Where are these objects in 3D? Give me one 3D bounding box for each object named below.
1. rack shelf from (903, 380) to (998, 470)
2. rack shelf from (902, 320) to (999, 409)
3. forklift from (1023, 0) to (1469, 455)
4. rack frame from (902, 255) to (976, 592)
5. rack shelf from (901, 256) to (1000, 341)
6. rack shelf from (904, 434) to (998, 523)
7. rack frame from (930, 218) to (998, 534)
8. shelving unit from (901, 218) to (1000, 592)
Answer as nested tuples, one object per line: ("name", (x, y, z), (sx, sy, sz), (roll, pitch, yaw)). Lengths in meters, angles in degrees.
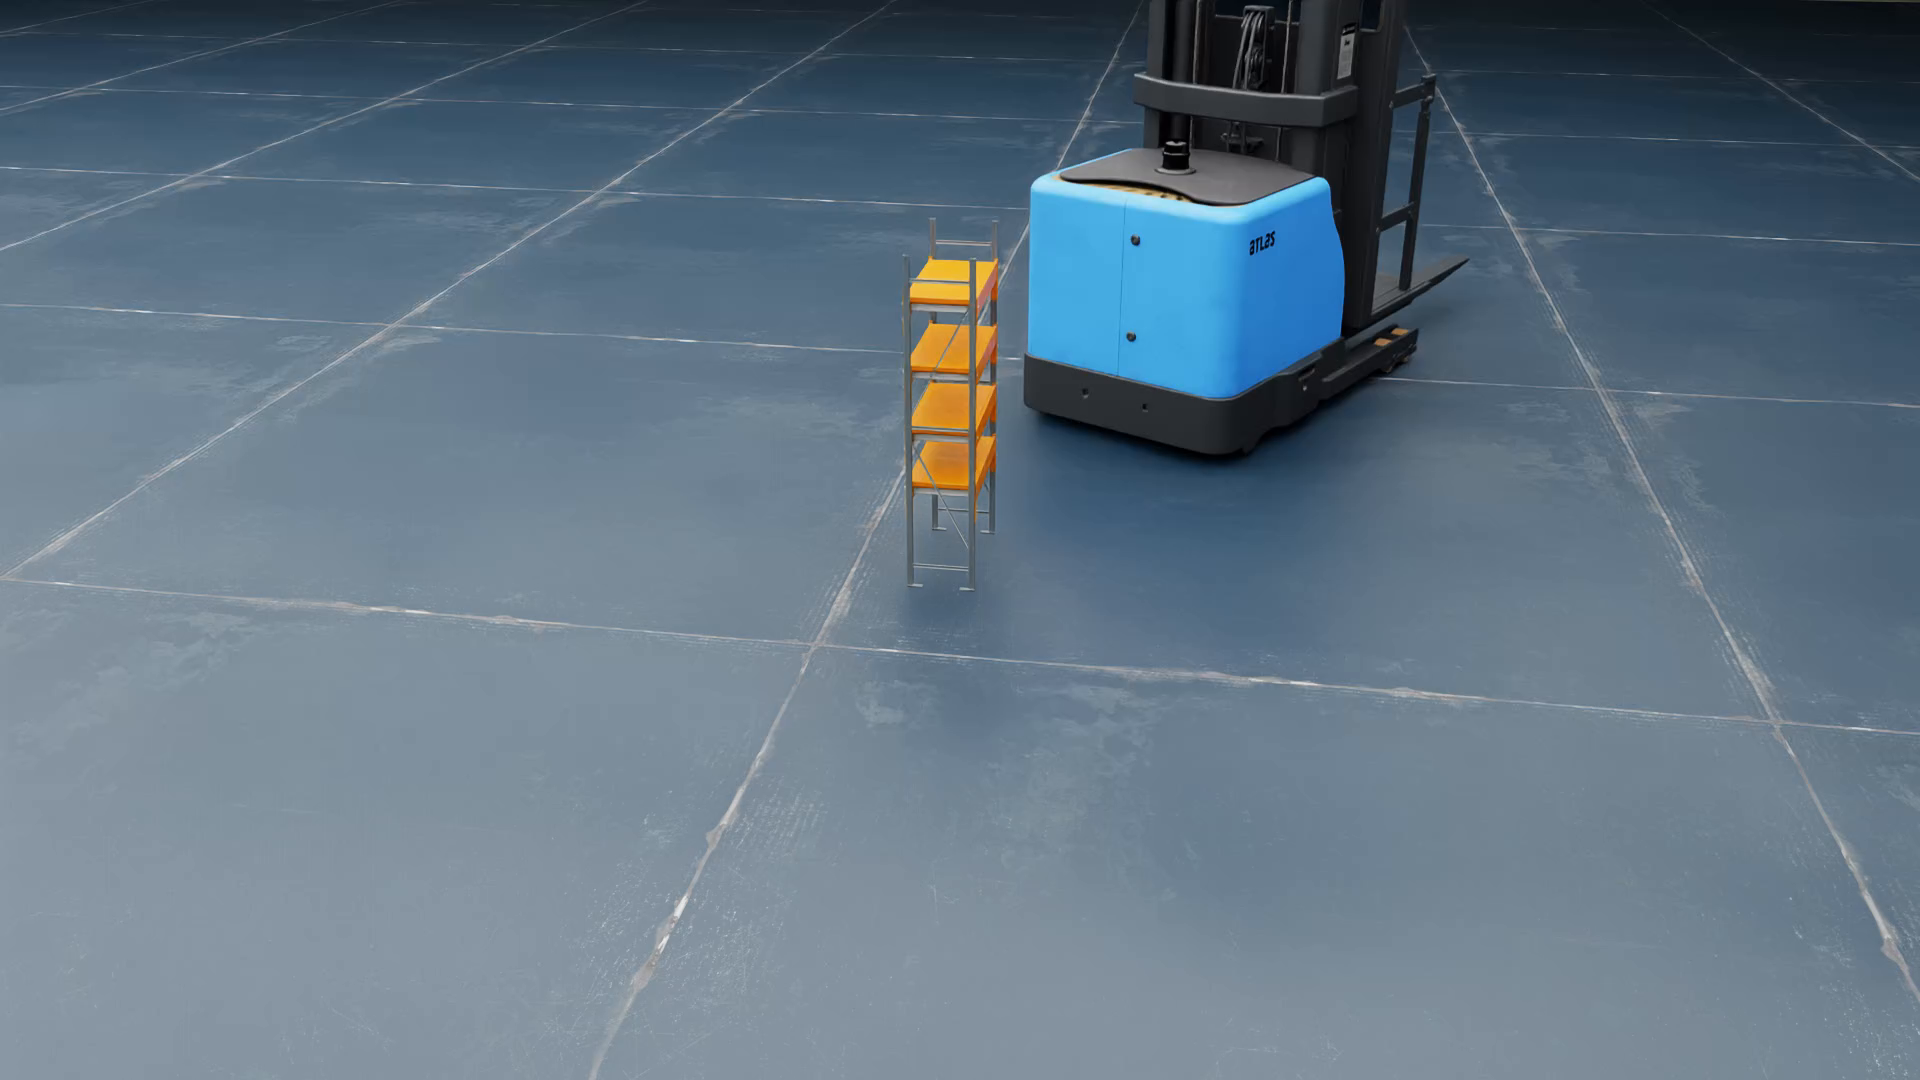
("rack shelf", (-0.027, -0.413, 5.876), (0.258, 0.148, 0.480), (4, 25, 9))
("rack shelf", (-0.027, -0.616, 5.781), (0.258, 0.148, 0.480), (4, 25, 9))
("forklift", (1.575, -2.238, 7.575), (1.130, 2.935, 3.031), (18, 30, 33))
("rack frame", (-0.067, -0.372, 5.630), (0.240, 1.200, 0.015), (4, 25, 9))
("rack shelf", (-0.027, -0.830, 5.681), (0.258, 0.148, 0.480), (4, 25, 9))
("rack shelf", (-0.027, -0.233, 5.960), (0.258, 0.148, 0.480), (4, 25, 9))
("rack frame", (0.013, -0.576, 6.066), (0.240, 1.200, 0.015), (4, 25, 9))
("shelving unit", (-0.027, -0.474, 5.848), (0.258, 1.200, 0.503), (4, 25, 9))
